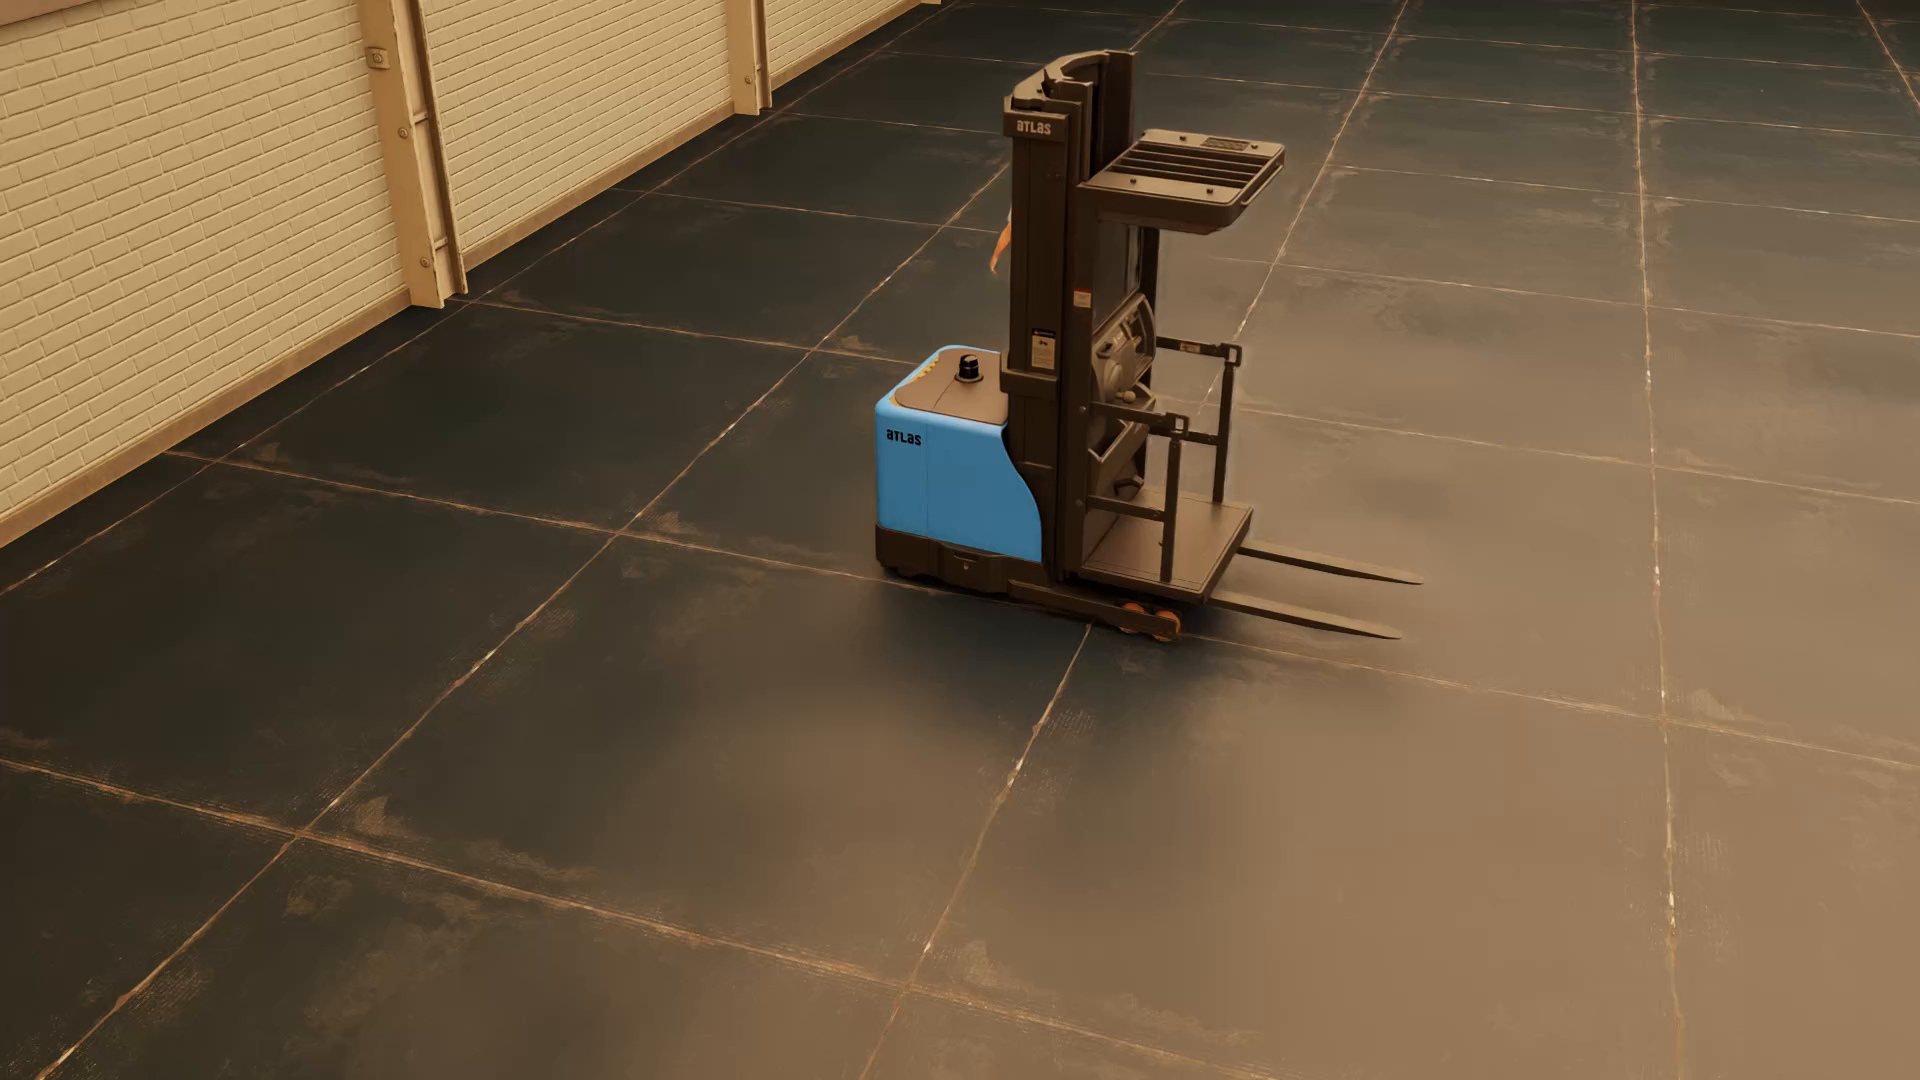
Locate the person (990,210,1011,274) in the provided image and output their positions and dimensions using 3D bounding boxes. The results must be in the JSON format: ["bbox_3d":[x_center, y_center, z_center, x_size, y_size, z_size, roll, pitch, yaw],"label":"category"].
[{"bbox_3d":[0.547,-1.996,11.945,0.667,1.644,0.453,-1,30,-2],"label":"person"}]

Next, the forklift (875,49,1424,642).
[{"bbox_3d":[1.069,-1.017,8.920,3.031,2.935,1.130,12,32,21],"label":"forklift"}]
